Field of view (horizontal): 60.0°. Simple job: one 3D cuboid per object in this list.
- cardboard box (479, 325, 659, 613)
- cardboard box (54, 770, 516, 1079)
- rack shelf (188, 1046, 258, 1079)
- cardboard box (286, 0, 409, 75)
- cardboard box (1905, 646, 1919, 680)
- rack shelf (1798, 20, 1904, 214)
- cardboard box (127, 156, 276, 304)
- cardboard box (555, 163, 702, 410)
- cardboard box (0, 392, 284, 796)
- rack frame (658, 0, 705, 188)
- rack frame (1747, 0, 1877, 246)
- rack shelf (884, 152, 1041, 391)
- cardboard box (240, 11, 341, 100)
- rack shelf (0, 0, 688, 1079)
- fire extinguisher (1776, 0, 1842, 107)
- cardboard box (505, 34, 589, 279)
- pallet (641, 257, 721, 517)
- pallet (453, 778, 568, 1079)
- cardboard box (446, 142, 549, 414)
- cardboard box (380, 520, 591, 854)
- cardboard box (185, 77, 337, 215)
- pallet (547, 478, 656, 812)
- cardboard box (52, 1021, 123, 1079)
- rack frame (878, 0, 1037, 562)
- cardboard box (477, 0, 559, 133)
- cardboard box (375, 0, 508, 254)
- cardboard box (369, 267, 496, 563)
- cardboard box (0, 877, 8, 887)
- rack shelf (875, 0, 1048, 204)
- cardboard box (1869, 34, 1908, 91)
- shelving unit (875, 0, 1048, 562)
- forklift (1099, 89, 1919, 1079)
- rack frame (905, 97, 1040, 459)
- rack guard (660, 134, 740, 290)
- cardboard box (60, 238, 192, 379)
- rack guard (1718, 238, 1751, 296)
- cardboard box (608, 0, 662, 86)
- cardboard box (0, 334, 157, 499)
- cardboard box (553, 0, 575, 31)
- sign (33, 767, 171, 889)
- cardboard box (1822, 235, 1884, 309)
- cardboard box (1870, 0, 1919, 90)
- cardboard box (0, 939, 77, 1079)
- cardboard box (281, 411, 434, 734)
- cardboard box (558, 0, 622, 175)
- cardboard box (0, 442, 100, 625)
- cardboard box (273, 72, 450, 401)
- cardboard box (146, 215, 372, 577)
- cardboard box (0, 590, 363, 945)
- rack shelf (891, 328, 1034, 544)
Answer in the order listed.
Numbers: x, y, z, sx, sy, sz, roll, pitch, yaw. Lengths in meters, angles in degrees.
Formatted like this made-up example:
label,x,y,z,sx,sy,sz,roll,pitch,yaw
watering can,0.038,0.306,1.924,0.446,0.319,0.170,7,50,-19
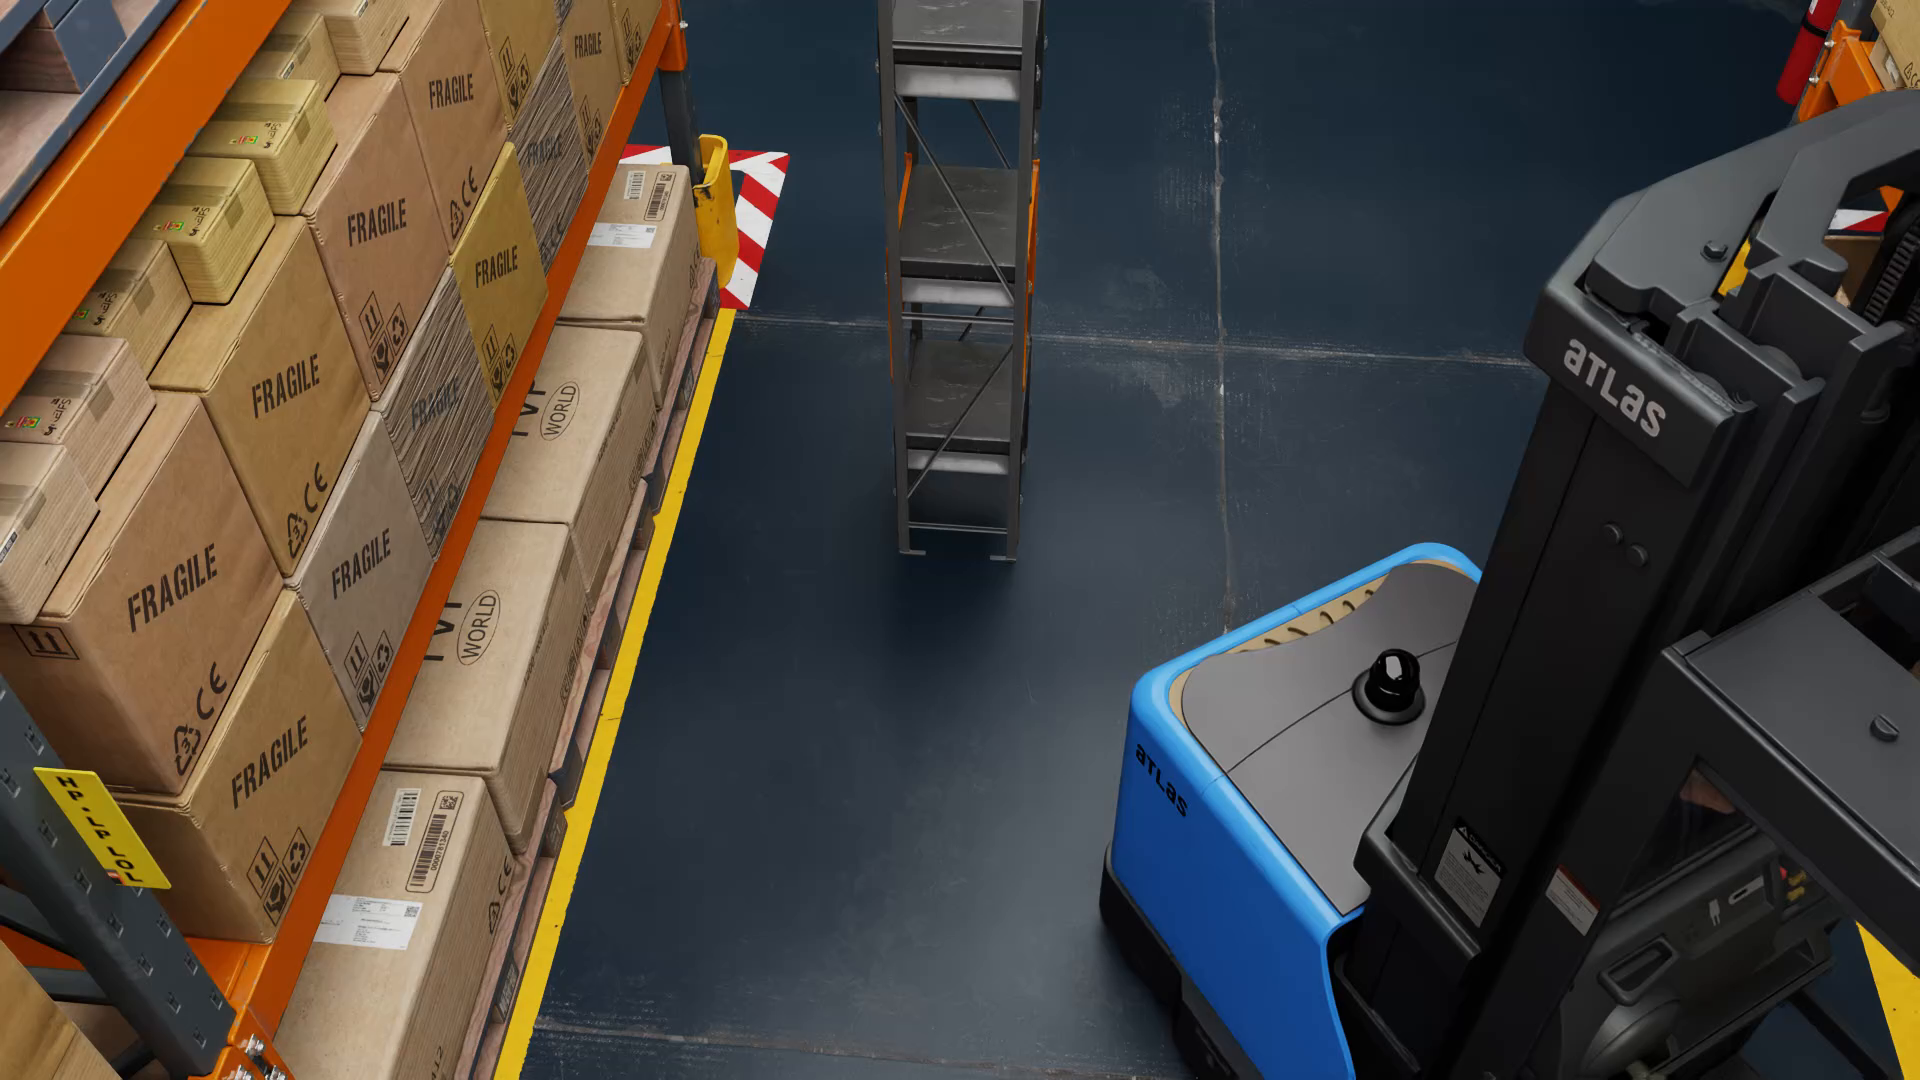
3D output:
label,x,y,z,sx,sy,sz,roll,pitch,yaw
cardboard box,-1.538,-0.267,5.413,0.875,0.438,0.875,5,48,5
cardboard box,-1.703,1.054,4.205,0.875,0.438,0.875,3,48,3
rack shelf,-2.049,2.497,1.921,1.077,0.370,4.000,4,48,4
cardboard box,-1.422,-1.138,3.573,0.380,0.149,0.250,4,48,4
cardboard box,3.026,0.329,4.826,0.500,0.500,0.500,5,48,4
rack shelf,3.258,-0.111,4.306,1.077,0.370,4.000,4,48,4
cardboard box,-1.508,-0.578,3.061,0.380,0.149,0.250,4,48,3
cardboard box,-1.463,-0.940,6.029,0.875,0.438,0.875,2,48,2
cardboard box,-1.583,0.080,2.899,0.500,0.500,0.500,4,48,4
rack frame,-1.503,-2.154,5.688,1.000,3.000,0.127,4,48,4
rack frame,3.441,-1.823,5.385,1.000,3.000,0.127,4,48,4
rack shelf,0.015,-0.821,5.097,0.431,0.518,0.480,4,48,4
cardboard box,-1.513,-0.962,3.412,0.380,0.149,0.250,4,48,3
rack shelf,-1.685,-0.442,4.609,1.077,0.370,4.000,4,48,4
fire extinguisher,2.994,-1.811,5.678,0.296,0.674,0.183,4,48,4
cardboard box,-1.381,-1.070,4.628,0.500,0.500,0.500,5,48,5
pallet,-1.498,-0.621,6.175,1.003,0.211,1.213,4,48,4
pallet,-1.720,1.172,4.535,1.003,0.211,1.213,4,48,4
cardboard box,-1.415,-0.689,4.280,0.500,0.500,0.500,5,48,5
cardboard box,-1.622,0.396,4.807,0.875,0.438,0.875,3,48,2
cardboard box,-1.455,-0.772,3.238,0.380,0.149,0.250,3,48,2
pallet,-1.611,0.274,5.357,1.003,0.211,1.213,4,48,4
cardboard box,-1.665,1.007,2.559,0.500,0.250,0.500,4,48,3
rack frame,-0.007,-0.651,4.922,0.400,2.100,0.015,4,48,4
cardboard box,-1.376,-1.406,4.258,0.500,0.500,0.500,4,48,3
cardboard box,-1.424,-1.037,3.920,0.500,0.500,0.500,4,48,3
cardboard box,-1.462,-0.311,3.934,0.500,0.500,0.500,4,48,4
cardboard box,-2.079,0.393,3.290,0.500,0.500,0.500,4,48,4
rack shelf,0.015,-1.293,4.580,0.431,0.518,0.480,4,48,4
cardboard box,3.138,-1.516,5.274,0.380,0.149,0.250,4,48,3
shelving unit,0.015,-0.830,5.086,0.431,2.100,0.503,4,48,4
forklift,1.566,0.838,2.997,1.130,2.935,3.031,-23,52,-20
rack frame,0.037,-1.010,5.250,0.400,2.100,0.015,4,48,4
rack guard,-1.500,-1.329,6.626,1.175,0.500,0.348,4,48,4
cardboard box,-1.591,-0.400,2.898,0.380,0.149,0.250,3,48,3
rack guard,3.434,-0.924,6.256,1.175,0.500,0.348,4,48,4
cardboard box,-1.283,-1.816,5.310,0.500,0.500,0.500,4,48,4
cardboard box,-1.573,-0.209,2.724,0.380,0.149,0.250,5,48,4
cardboard box,-1.328,-1.769,4.590,0.500,0.500,0.500,4,48,4
sign,-1.326,0.450,2.575,0.100,0.325,0.005,4,48,4
cardboard box,3.291,-0.680,5.746,0.797,0.503,0.637,2,48,2
cardboard box,3.131,-1.558,5.042,0.500,0.250,0.500,4,48,4
cardboard box,-1.658,0.759,2.278,0.500,0.500,0.500,5,48,5
cardboard box,-1.514,0.054,3.600,0.500,0.500,0.500,4,48,4
cardboard box,-1.344,-1.448,4.974,0.500,0.500,0.500,3,48,3
cardboard box,-1.580,-0.020,2.550,0.380,0.149,0.250,3,48,3
cardboard box,-1.472,-0.666,3.581,0.500,0.500,0.500,5,48,4
cardboard box,-1.530,-0.291,3.238,0.500,0.500,0.500,3,48,3
cardboard box,-1.564,0.424,3.262,0.500,0.500,0.500,5,48,5
rack shelf,0.015,-0.349,5.613,0.431,0.518,0.480,4,48,4
